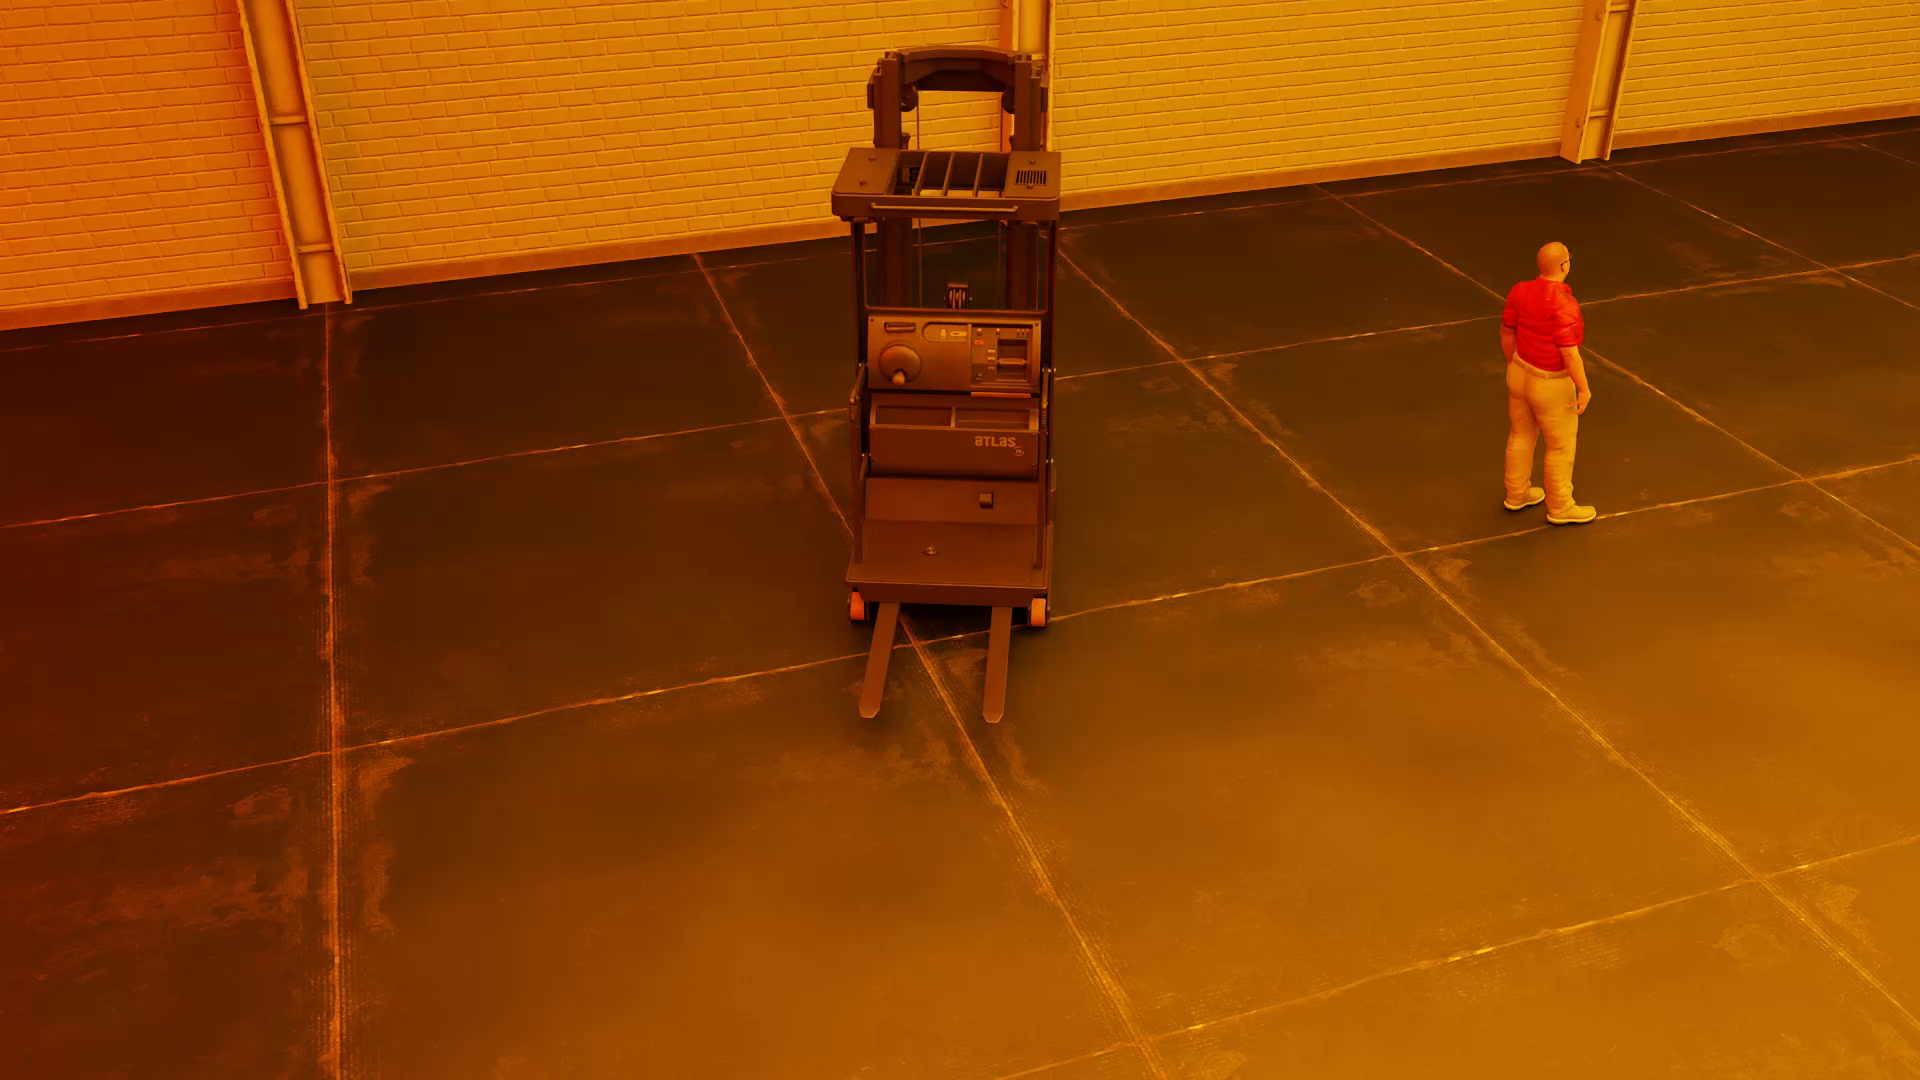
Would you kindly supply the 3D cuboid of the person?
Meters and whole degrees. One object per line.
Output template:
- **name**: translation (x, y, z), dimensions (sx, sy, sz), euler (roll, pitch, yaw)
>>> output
- **person**: translation (3.551, -0.957, 9.940), dimensions (0.551, 1.727, 0.641), euler (-14, 33, -24)

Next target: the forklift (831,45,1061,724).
- **forklift**: translation (-0.044, -0.958, 8.751), dimensions (1.130, 2.935, 3.031), euler (2, 30, 3)
